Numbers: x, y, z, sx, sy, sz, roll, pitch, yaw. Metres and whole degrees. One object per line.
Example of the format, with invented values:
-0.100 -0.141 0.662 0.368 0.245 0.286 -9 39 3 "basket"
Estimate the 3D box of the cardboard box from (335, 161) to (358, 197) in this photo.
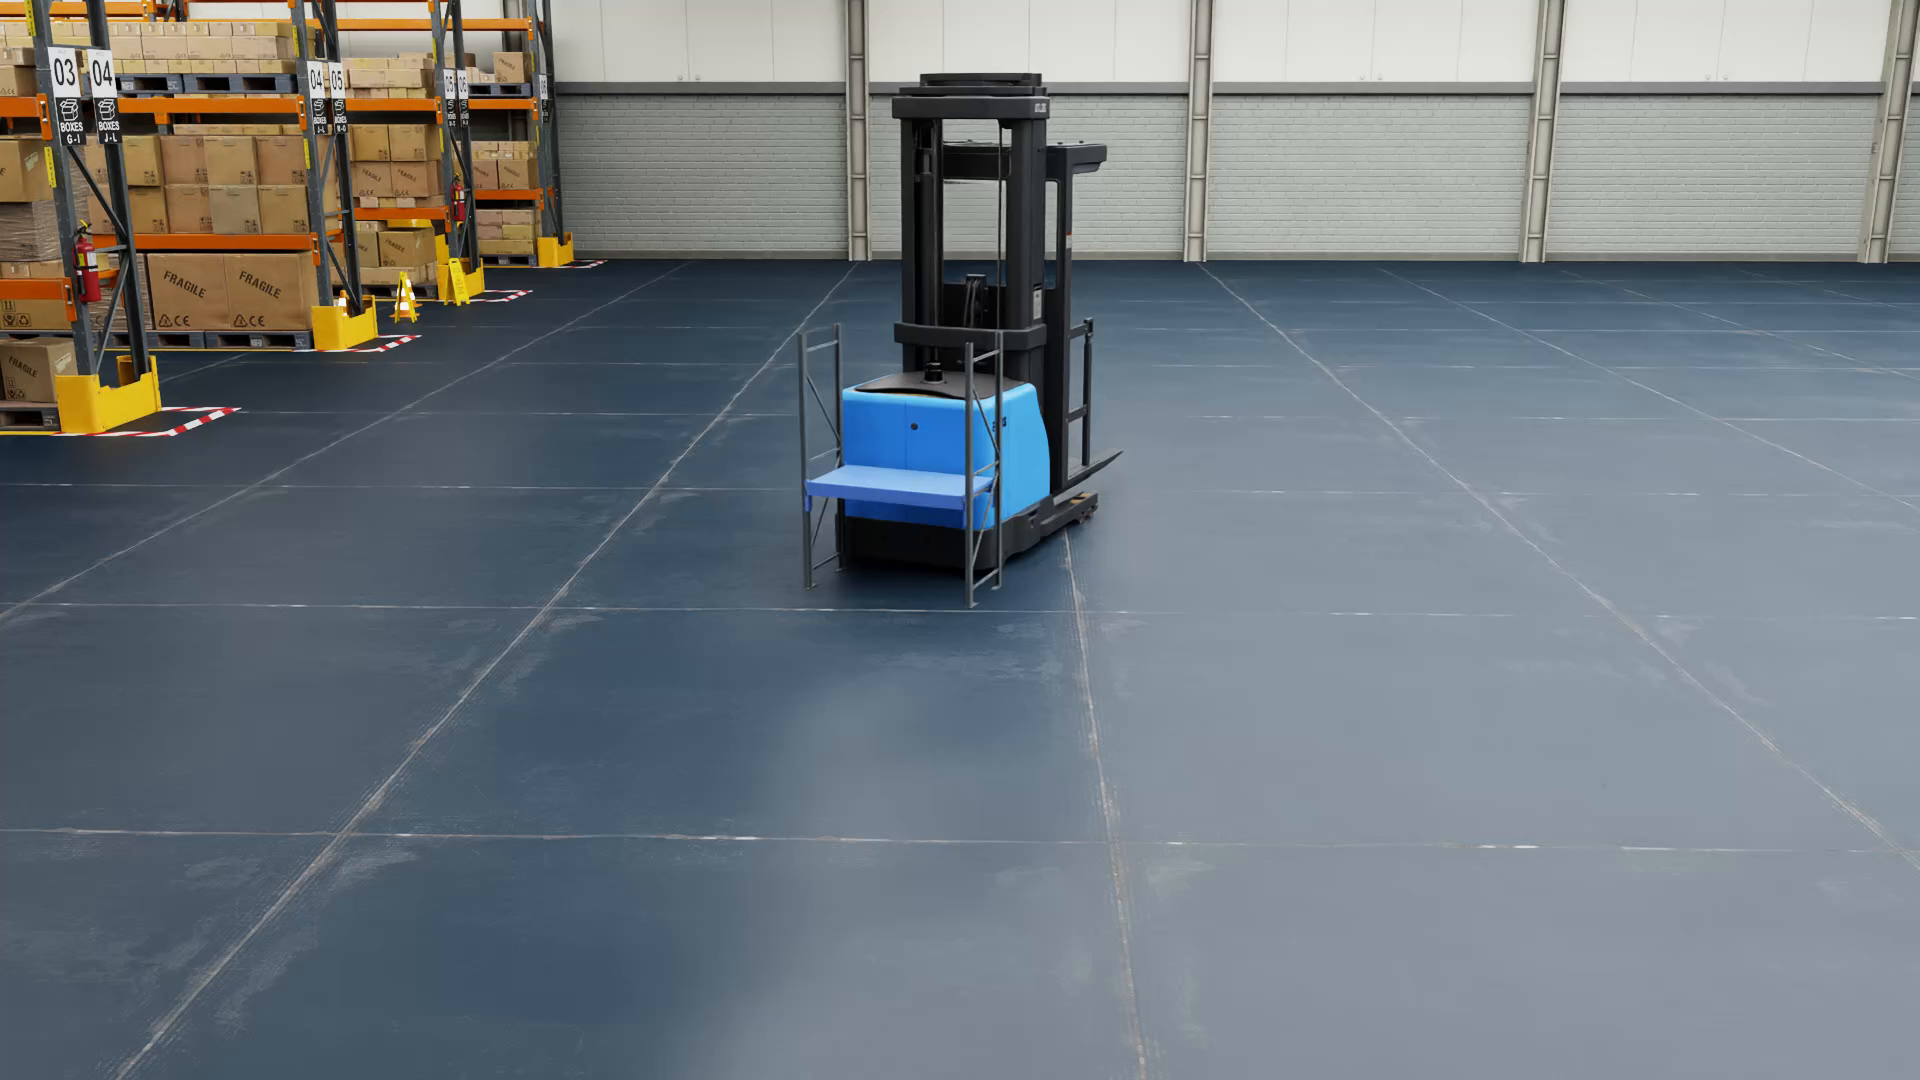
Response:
-8.795 -5.176 23.801 0.500 0.500 0.500 0 15 1 "cardboard box"

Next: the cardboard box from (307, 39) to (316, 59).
-7.746 -5.621 19.077 0.500 0.250 0.500 0 15 1 "cardboard box"

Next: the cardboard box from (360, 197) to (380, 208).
-8.394 -4.843 23.809 0.250 0.149 0.380 1 15 2 "cardboard box"

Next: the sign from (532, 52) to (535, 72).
-7.149 -8.010 27.860 0.005 0.325 0.100 0 15 1 "sign"

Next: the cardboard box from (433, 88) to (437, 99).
-7.568 -6.456 24.043 0.250 0.149 0.380 0 15 1 "cardboard box"

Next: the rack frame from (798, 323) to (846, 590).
-0.805 -0.493 9.765 0.032 1.500 0.500 6 16 21 "rack frame"

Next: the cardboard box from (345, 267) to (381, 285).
-8.577 -3.858 24.149 0.500 0.250 0.500 0 15 2 "cardboard box"

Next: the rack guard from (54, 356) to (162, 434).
-7.574 -1.307 14.814 0.348 0.500 1.175 0 15 1 "rack guard"

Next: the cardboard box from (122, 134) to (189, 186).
-9.282 -4.375 19.131 0.500 0.550 0.875 0 15 1 "cardboard box"

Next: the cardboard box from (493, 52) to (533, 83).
-7.570 -7.999 28.183 0.500 0.500 0.500 1 15 3 "cardboard box"

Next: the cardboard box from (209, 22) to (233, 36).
-8.121 -5.664 18.460 0.250 0.149 0.380 1 15 2 "cardboard box"

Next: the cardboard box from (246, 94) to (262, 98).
-9.911 -6.327 23.553 0.250 0.149 0.380 0 15 0 "cardboard box"

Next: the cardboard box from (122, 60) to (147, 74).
-9.136 -5.285 18.586 0.250 0.149 0.380 1 15 2 "cardboard box"

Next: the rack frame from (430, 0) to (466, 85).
-7.245 -7.943 23.306 0.127 3.000 1.000 0 15 1 "rack frame"

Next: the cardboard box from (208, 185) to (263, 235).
-8.192 -3.841 19.223 0.550 0.550 0.875 0 15 1 "cardboard box"

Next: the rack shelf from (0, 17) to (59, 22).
-17.118 -8.733 28.494 4.000 0.370 1.077 0 15 1 "rack shelf"

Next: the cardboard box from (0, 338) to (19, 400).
-8.720 -1.513 14.771 0.500 0.500 0.500 4 15 16 "cardboard box"

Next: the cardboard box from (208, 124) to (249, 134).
-10.299 -5.677 23.738 0.500 0.500 0.700 0 15 2 "cardboard box"

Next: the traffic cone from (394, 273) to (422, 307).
-7.707 -3.490 23.159 0.334 0.463 0.336 0 15 1 "traffic cone"

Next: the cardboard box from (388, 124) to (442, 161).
-7.761 -5.666 23.695 0.500 0.500 0.700 0 15 0 "cardboard box"

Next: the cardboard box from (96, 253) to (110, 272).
-7.777 -2.456 14.762 0.250 0.149 0.380 0 15 1 "cardboard box"

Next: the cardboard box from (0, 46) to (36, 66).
-7.783 -4.008 13.784 0.250 0.149 0.380 0 15 1 "cardboard box"

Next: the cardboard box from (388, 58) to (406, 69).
-7.847 -6.695 23.386 0.250 0.149 0.380 1 15 2 "cardboard box"

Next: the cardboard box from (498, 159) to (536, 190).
-7.620 -6.293 28.615 0.500 0.500 0.500 0 15 0 "cardboard box"

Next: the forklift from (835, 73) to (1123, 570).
0.299 -1.569 11.040 1.130 2.935 3.031 7 16 24 "forklift"

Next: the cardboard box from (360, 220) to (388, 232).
-8.421 -4.516 23.902 0.250 0.149 0.380 1 15 3 "cardboard box"

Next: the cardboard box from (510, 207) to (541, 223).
-7.597 -5.717 29.234 0.500 0.250 0.500 0 15 1 "cardboard box"

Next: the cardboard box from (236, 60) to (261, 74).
-7.863 -5.277 18.555 0.250 0.149 0.380 0 15 2 "cardboard box"

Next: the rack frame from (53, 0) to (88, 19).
-15.119 -9.261 28.302 0.127 3.000 1.000 0 15 1 "rack frame"

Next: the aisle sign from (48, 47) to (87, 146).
-7.443 -3.695 13.870 0.004 0.787 0.394 0 15 1 "aisle sign"

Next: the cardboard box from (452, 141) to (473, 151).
-8.505 -6.745 28.475 0.250 0.149 0.380 1 15 3 "cardboard box"

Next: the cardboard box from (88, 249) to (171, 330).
-9.741 -2.954 19.499 0.875 0.875 0.875 0 15 2 "cardboard box"

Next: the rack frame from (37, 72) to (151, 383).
-7.498 -2.515 14.493 0.127 3.000 1.000 0 15 1 "rack frame"

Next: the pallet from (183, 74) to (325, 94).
-8.012 -5.189 18.921 1.213 0.211 1.003 0 15 1 "pallet"

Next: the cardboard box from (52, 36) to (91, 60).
-9.778 -5.498 18.610 0.500 0.250 0.500 0 15 1 "cardboard box"

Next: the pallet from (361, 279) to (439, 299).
-8.132 -3.709 24.484 1.213 0.211 1.003 0 15 1 "pallet"

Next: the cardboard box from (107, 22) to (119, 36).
-9.393 -5.672 18.490 0.250 0.149 0.380 0 15 1 "cardboard box"

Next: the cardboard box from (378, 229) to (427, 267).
-8.052 -4.217 24.041 0.500 0.500 0.500 0 15 2 "cardboard box"

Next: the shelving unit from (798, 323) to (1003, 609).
-0.335 -0.444 9.579 1.048 1.500 0.538 6 16 21 "shelving unit"

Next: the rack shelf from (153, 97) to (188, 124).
-13.243 -6.184 23.929 4.000 0.370 1.077 0 15 1 "rack shelf"

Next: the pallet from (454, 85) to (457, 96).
-9.050 -7.734 28.568 1.213 0.211 1.003 0 15 1 "pallet"

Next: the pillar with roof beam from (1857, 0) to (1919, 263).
16.088 -8.189 24.239 0.400 9.000 9.100 0 15 1 "pillar with roof beam"

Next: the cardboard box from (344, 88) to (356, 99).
-8.625 -6.314 23.505 0.250 0.149 0.380 0 15 1 "cardboard box"

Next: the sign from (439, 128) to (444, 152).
-7.279 -5.614 23.348 0.005 0.325 0.100 0 15 1 "sign"

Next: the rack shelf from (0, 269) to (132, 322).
-9.497 -2.180 14.634 4.000 0.370 1.077 0 15 1 "rack shelf"

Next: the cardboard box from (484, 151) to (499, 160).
-7.989 -6.612 28.555 0.250 0.149 0.380 1 15 2 "cardboard box"
